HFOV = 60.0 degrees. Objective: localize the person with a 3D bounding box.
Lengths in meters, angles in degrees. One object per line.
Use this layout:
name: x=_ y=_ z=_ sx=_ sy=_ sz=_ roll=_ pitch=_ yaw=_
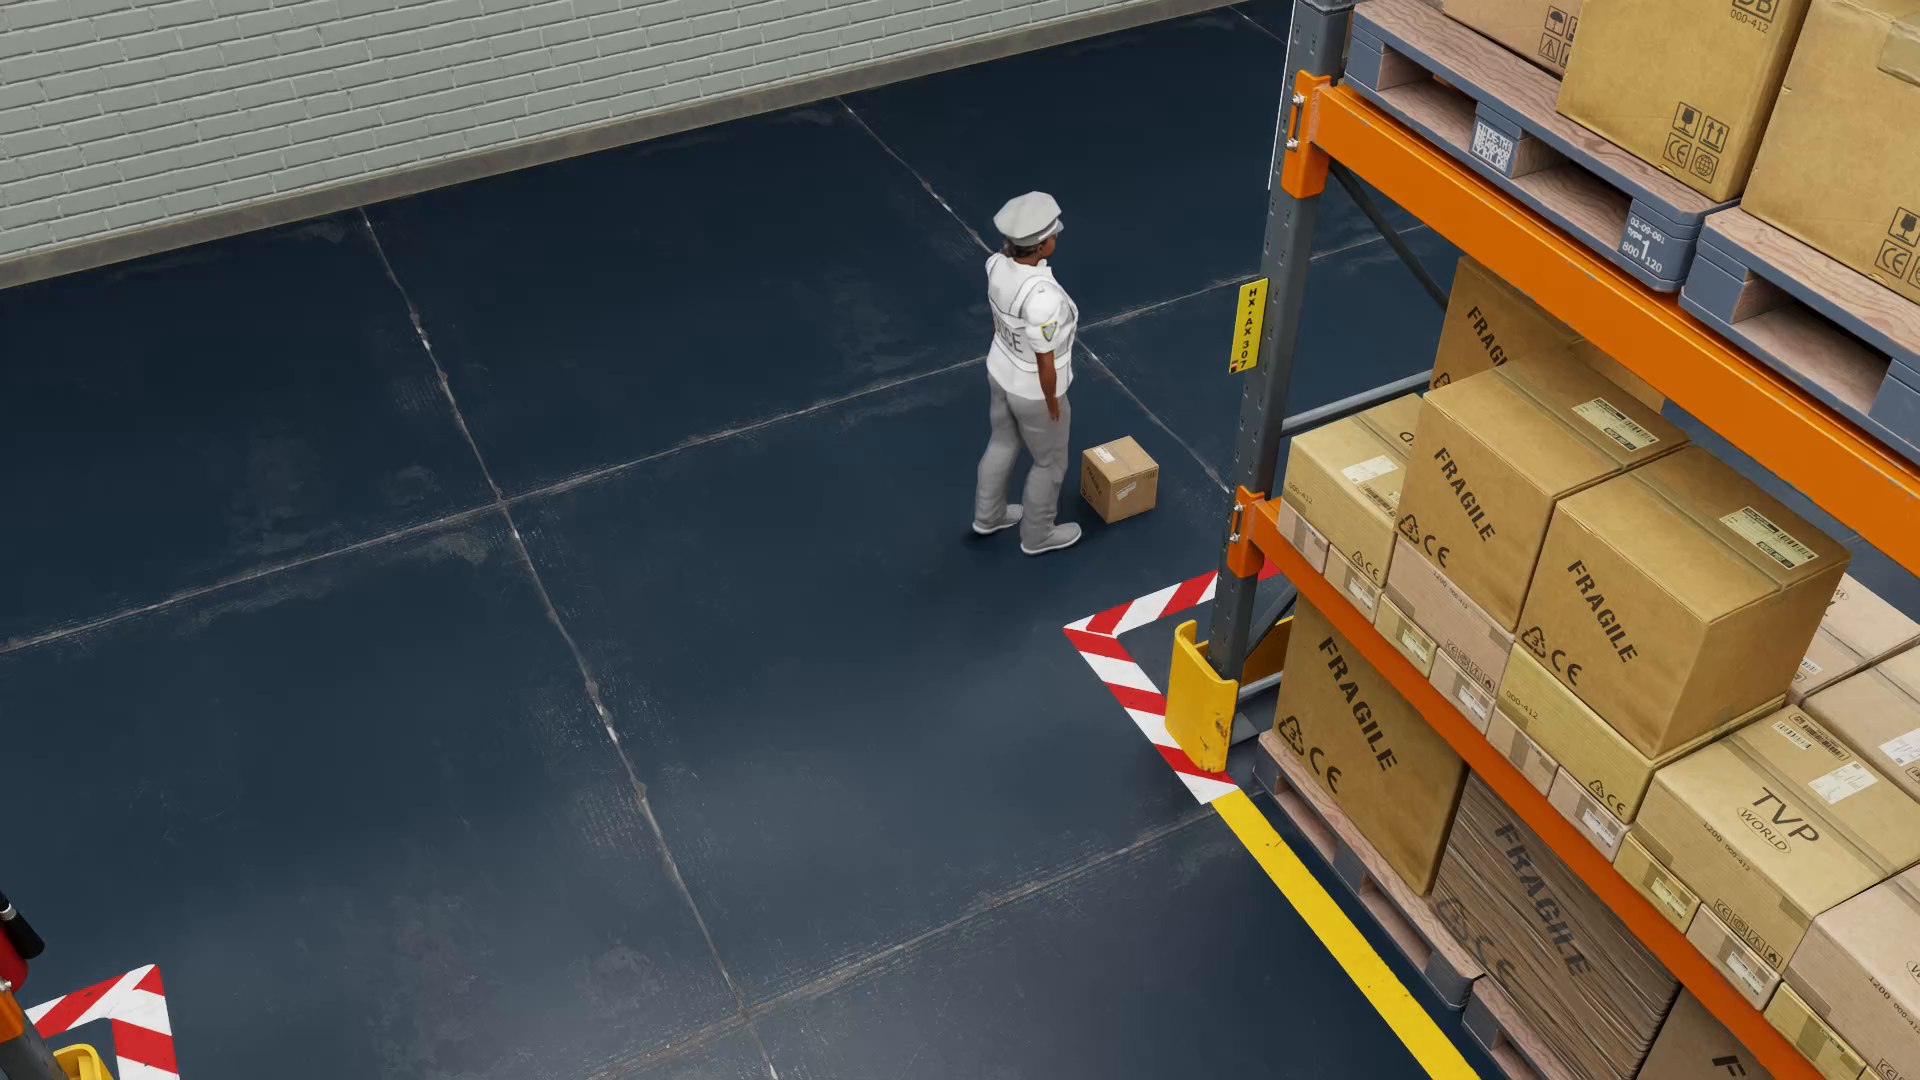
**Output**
person: x=0.292 y=-0.657 z=6.900 sx=0.432 sy=1.701 sz=0.439 roll=-18 pitch=45 yaw=-19
